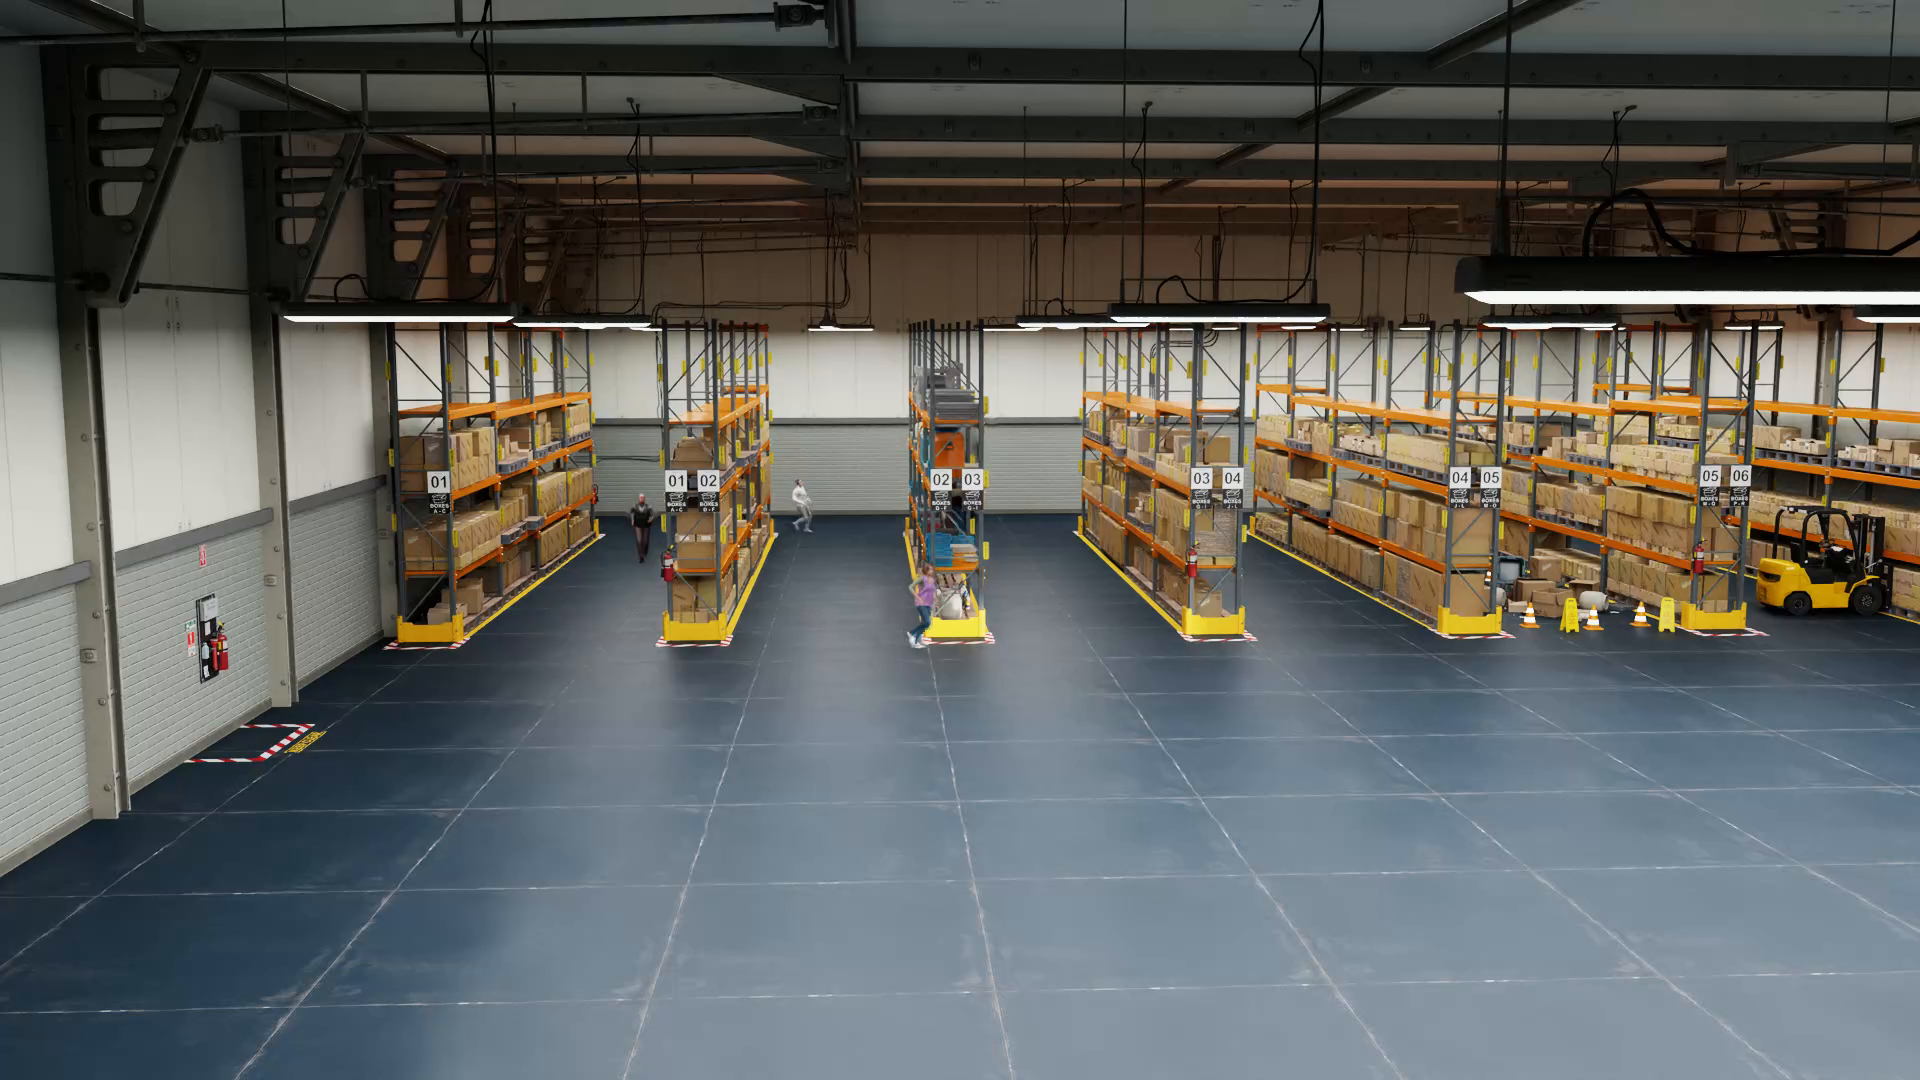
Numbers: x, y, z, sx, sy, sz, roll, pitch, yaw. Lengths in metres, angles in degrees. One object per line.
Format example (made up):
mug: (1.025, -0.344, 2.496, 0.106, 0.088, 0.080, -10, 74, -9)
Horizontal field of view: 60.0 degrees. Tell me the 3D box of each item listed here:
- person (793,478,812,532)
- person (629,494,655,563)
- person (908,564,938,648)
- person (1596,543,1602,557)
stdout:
person: (-4.591, -1.000, 48.135, 0.513, 1.634, 0.667, 3, 8, 23)
person: (-8.047, -0.308, 42.105, 0.662, 1.720, 0.868, -1, 7, -10)
person: (-0.633, 1.205, 30.409, 0.514, 1.540, 0.556, 5, 9, 36)
person: (15.899, -0.168, 41.194, 0.615, 1.648, 0.996, 0, 7, 0)
